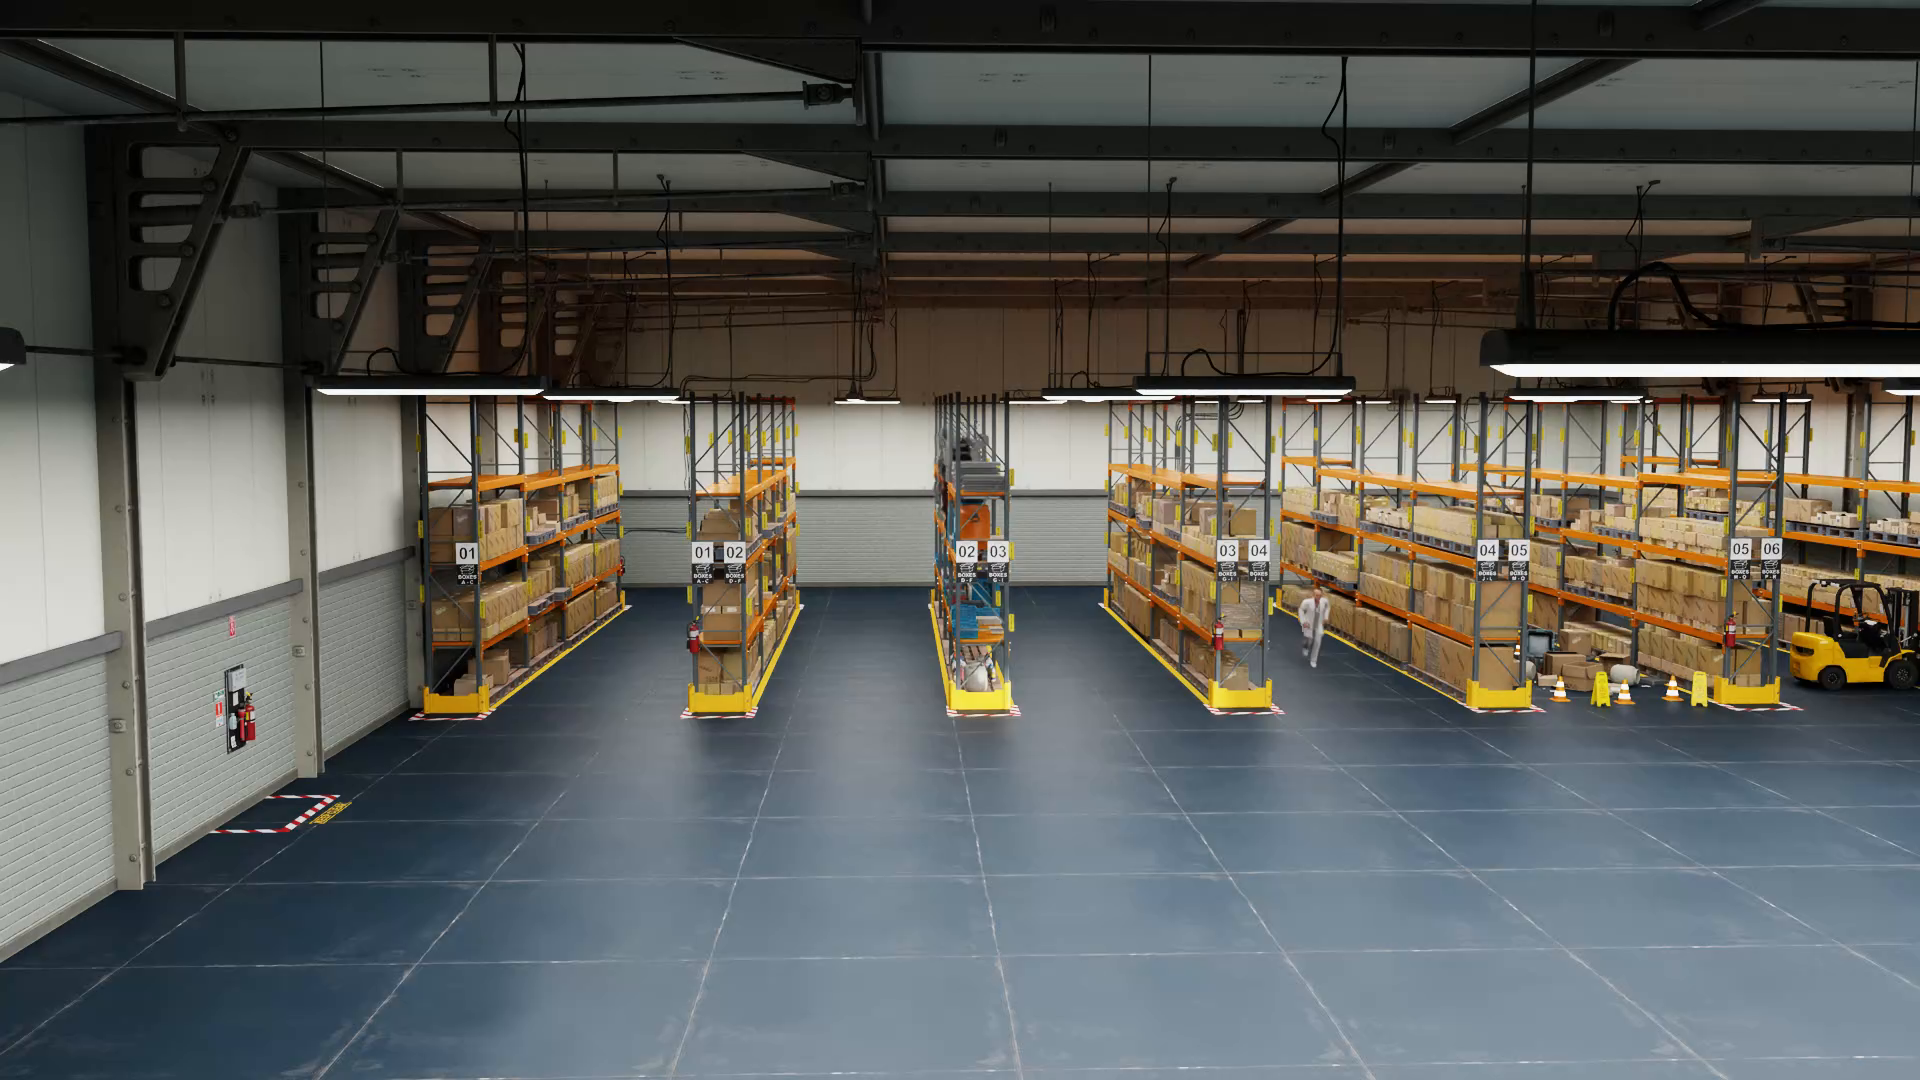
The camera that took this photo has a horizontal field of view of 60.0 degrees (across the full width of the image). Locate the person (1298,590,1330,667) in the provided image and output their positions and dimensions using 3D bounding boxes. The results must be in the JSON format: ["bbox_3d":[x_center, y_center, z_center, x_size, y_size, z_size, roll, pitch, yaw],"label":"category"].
[{"bbox_3d":[7.839,1.929,37.016,0.716,1.734,0.952,-1,5,-8],"label":"person"}]

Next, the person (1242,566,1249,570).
[{"bbox_3d":[7.939,1.179,45.968,0.700,1.744,0.673,1,5,11],"label":"person"}]
